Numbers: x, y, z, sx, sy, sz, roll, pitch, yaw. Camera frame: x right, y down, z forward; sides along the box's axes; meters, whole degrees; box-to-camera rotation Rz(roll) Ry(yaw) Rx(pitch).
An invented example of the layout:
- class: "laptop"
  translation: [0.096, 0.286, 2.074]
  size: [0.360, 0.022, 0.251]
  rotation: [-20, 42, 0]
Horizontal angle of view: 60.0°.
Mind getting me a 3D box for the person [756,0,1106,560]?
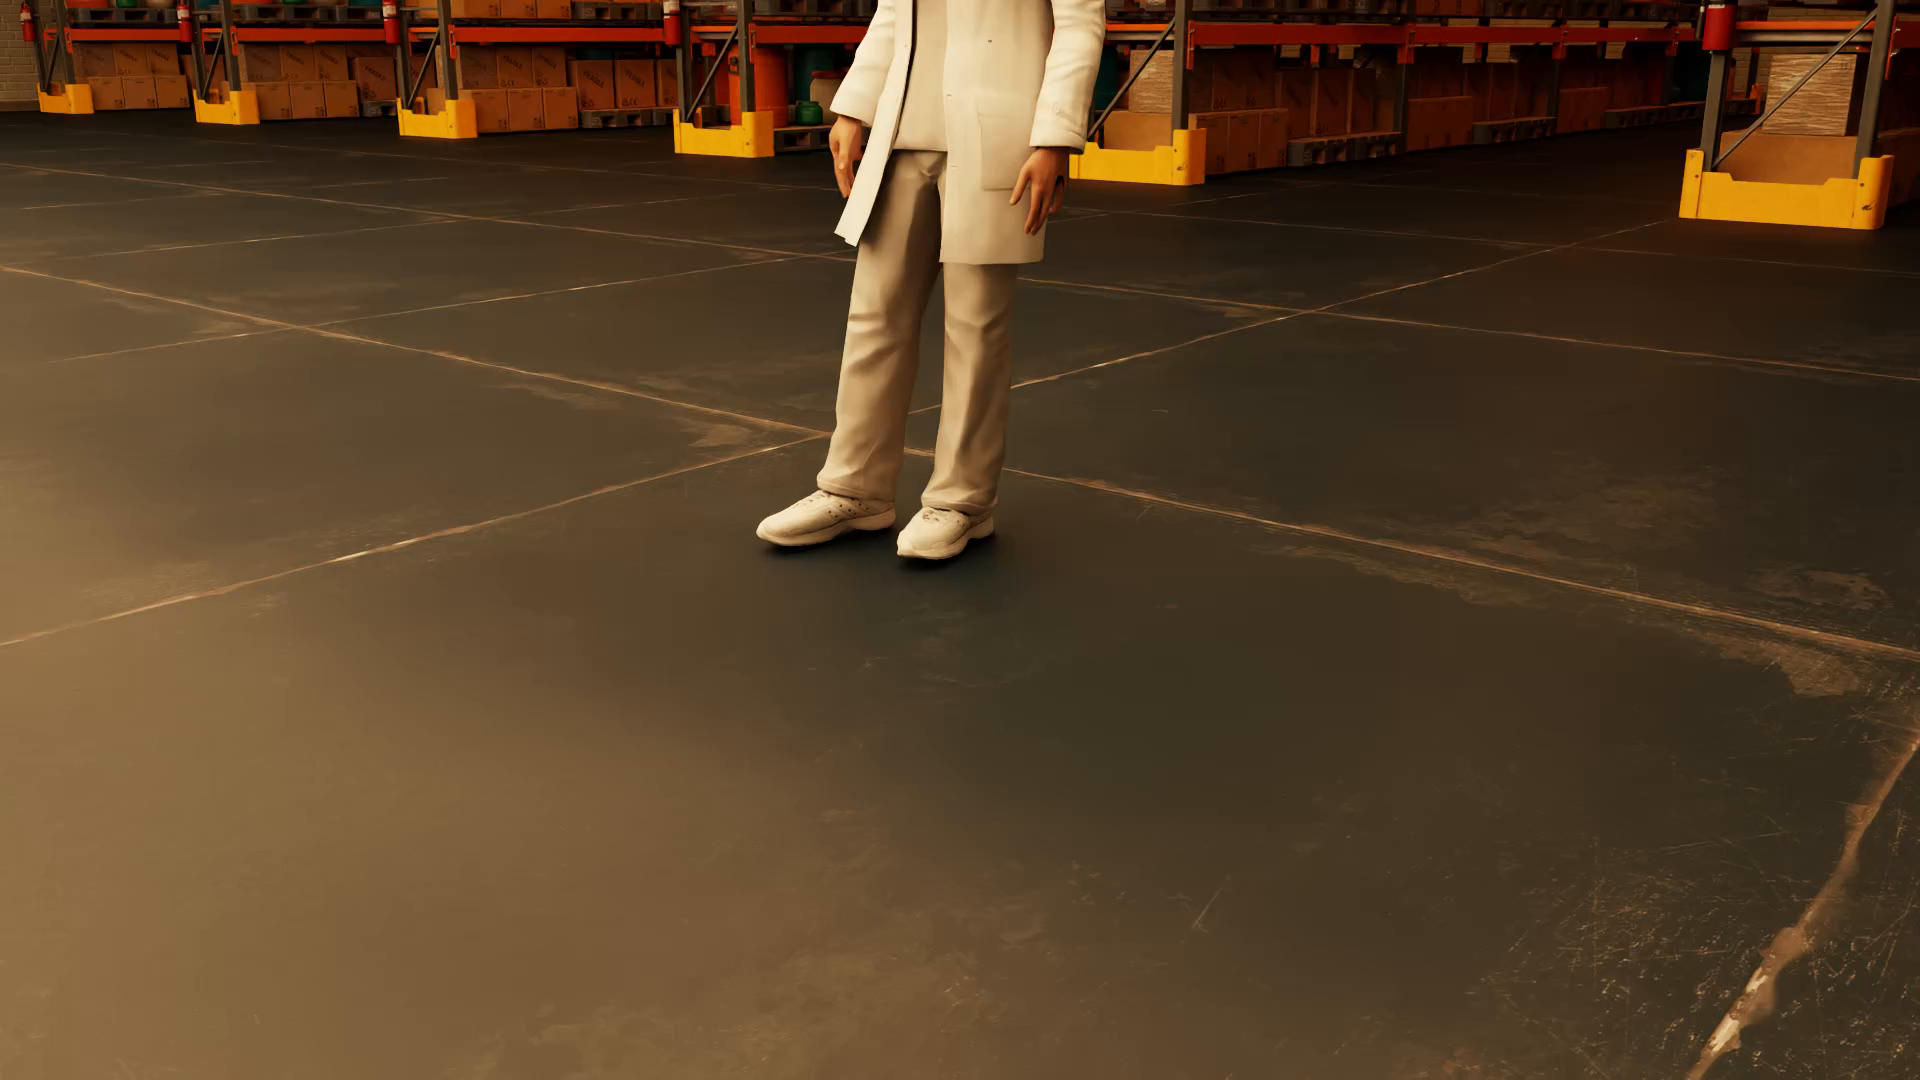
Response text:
- class: "person"
  translation: [-0.061, -0.838, 3.616]
  size: [0.698, 1.778, 0.578]
  rotation: [13, 21, 37]
